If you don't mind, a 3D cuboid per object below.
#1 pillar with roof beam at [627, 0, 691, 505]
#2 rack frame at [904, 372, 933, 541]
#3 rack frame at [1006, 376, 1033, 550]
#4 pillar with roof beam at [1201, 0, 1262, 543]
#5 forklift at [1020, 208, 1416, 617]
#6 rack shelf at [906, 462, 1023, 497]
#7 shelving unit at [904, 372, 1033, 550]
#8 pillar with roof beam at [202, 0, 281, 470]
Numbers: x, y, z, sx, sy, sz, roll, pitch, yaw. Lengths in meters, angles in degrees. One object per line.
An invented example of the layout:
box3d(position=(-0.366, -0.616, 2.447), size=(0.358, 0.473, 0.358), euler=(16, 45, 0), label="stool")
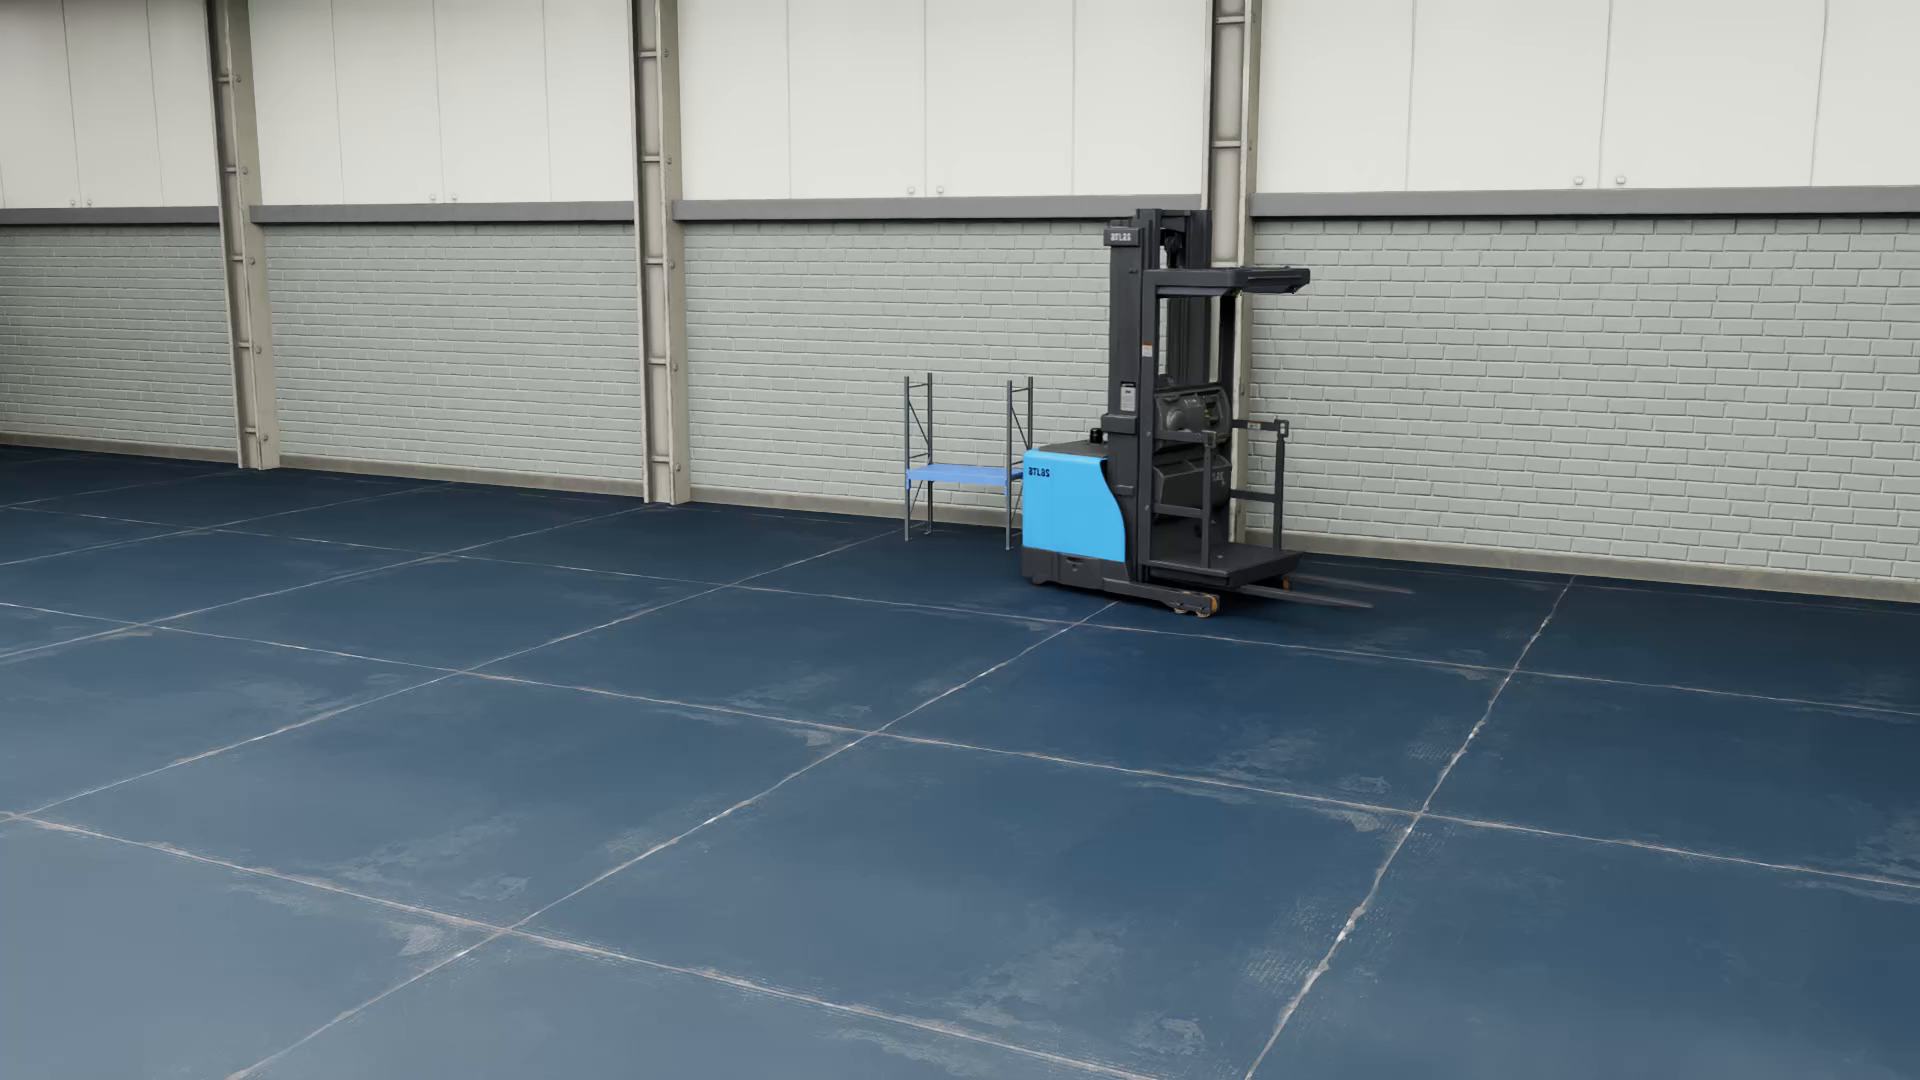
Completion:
box3d(position=(-4.974, -4.146, 12.869), size=(0.400, 9.000, 9.100), euler=(5, 11, 26), label="pillar with roof beam")
box3d(position=(-0.379, -0.771, 15.281), size=(0.032, 1.500, 0.500), euler=(5, 11, 26), label="rack frame")
box3d(position=(0.532, -0.691, 14.838), size=(0.032, 1.500, 0.500), euler=(5, 11, 26), label="rack frame")
box3d(position=(0.407, -3.673, 10.257), size=(0.400, 9.000, 9.100), euler=(5, 11, 26), label="pillar with roof beam")
box3d(position=(1.917, -0.983, 12.432), size=(3.031, 2.935, 1.130), euler=(9, 14, 41), label="forklift")
box3d(position=(0.076, -0.554, 15.092), size=(1.000, 0.185, 0.538), euler=(5, 11, 26), label="rack shelf")
box3d(position=(0.076, -0.731, 15.059), size=(1.048, 1.500, 0.538), euler=(5, 11, 26), label="shelving unit")
box3d(position=(-10.354, -4.619, 15.482), size=(0.400, 9.000, 9.100), euler=(5, 11, 26), label="pillar with roof beam")
